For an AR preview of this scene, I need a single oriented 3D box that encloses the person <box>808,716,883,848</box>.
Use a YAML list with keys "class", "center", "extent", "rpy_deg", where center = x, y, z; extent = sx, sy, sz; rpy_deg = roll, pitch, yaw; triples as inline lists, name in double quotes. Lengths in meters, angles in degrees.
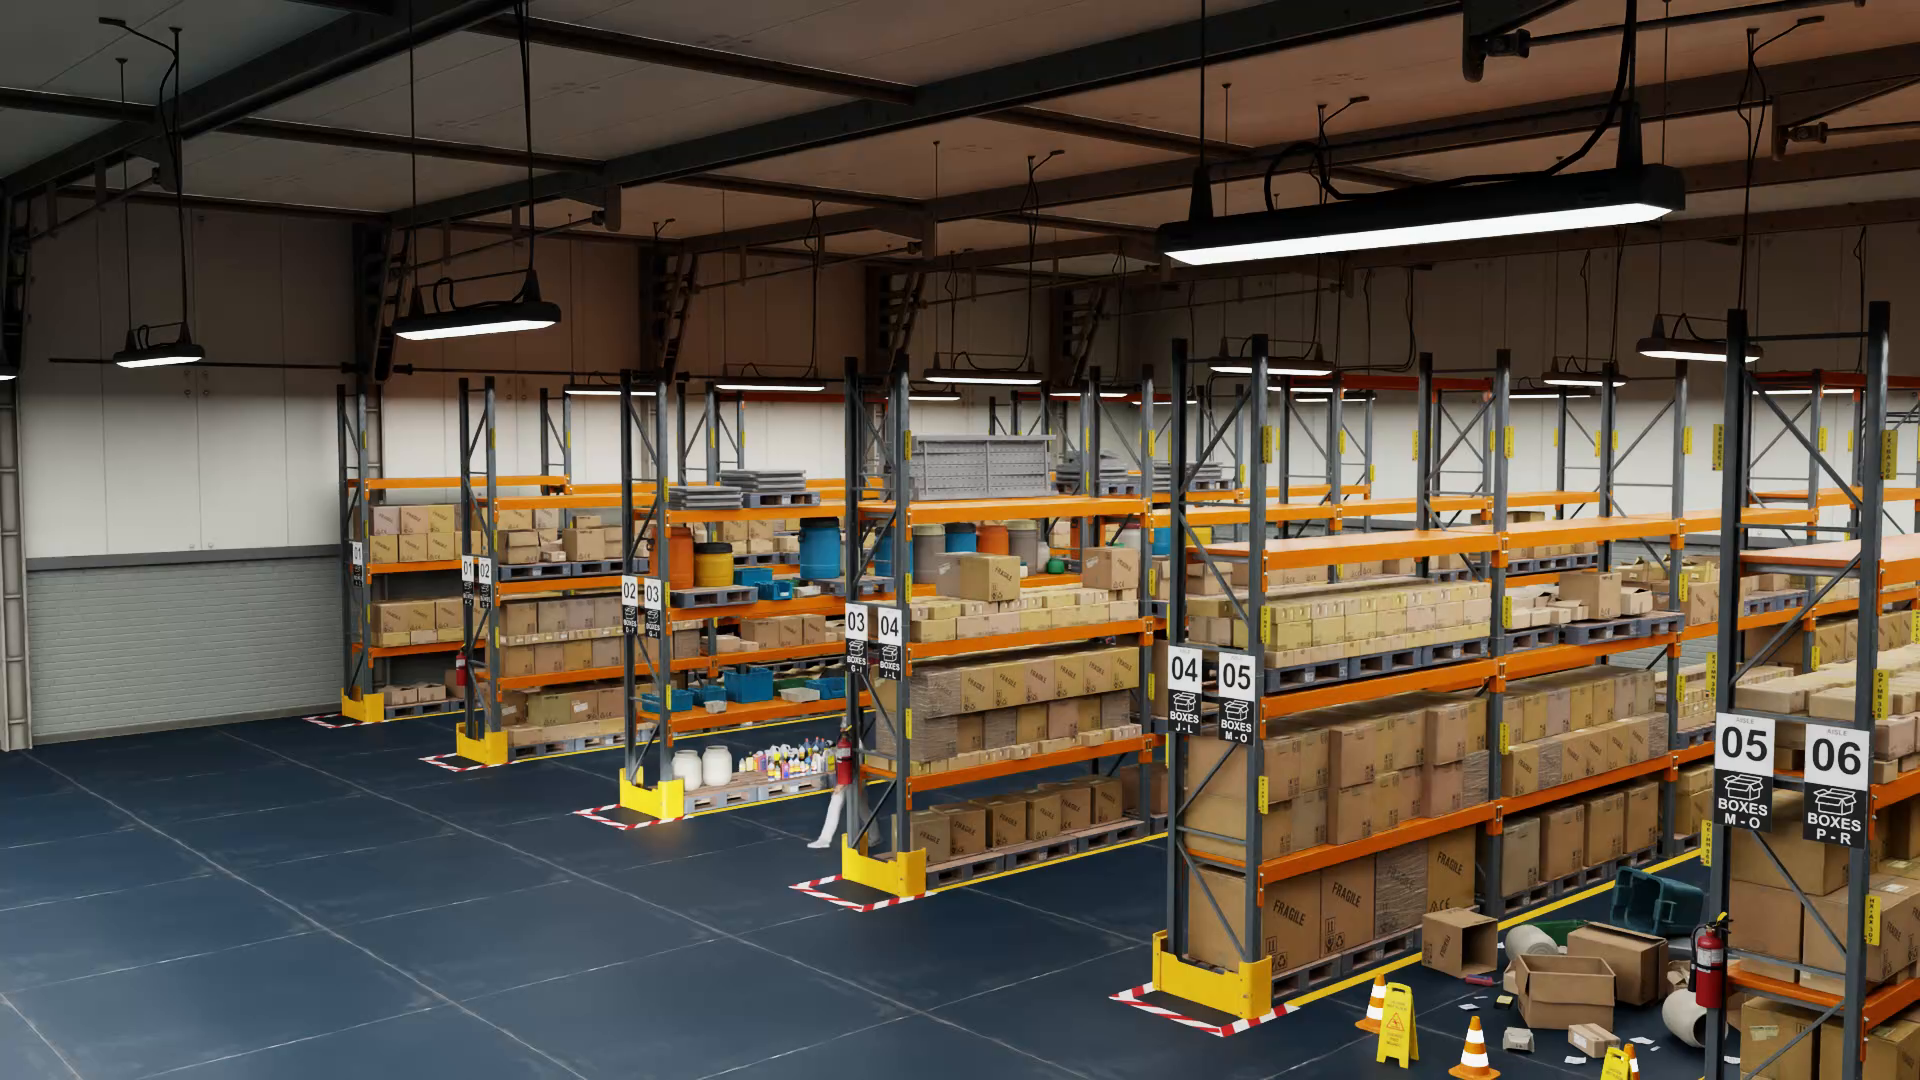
- class: "person"
  center: [-1.413, 2.982, 20.465]
  extent: [0.948, 1.633, 0.462]
  rpy_deg: [-2, 4, -29]
